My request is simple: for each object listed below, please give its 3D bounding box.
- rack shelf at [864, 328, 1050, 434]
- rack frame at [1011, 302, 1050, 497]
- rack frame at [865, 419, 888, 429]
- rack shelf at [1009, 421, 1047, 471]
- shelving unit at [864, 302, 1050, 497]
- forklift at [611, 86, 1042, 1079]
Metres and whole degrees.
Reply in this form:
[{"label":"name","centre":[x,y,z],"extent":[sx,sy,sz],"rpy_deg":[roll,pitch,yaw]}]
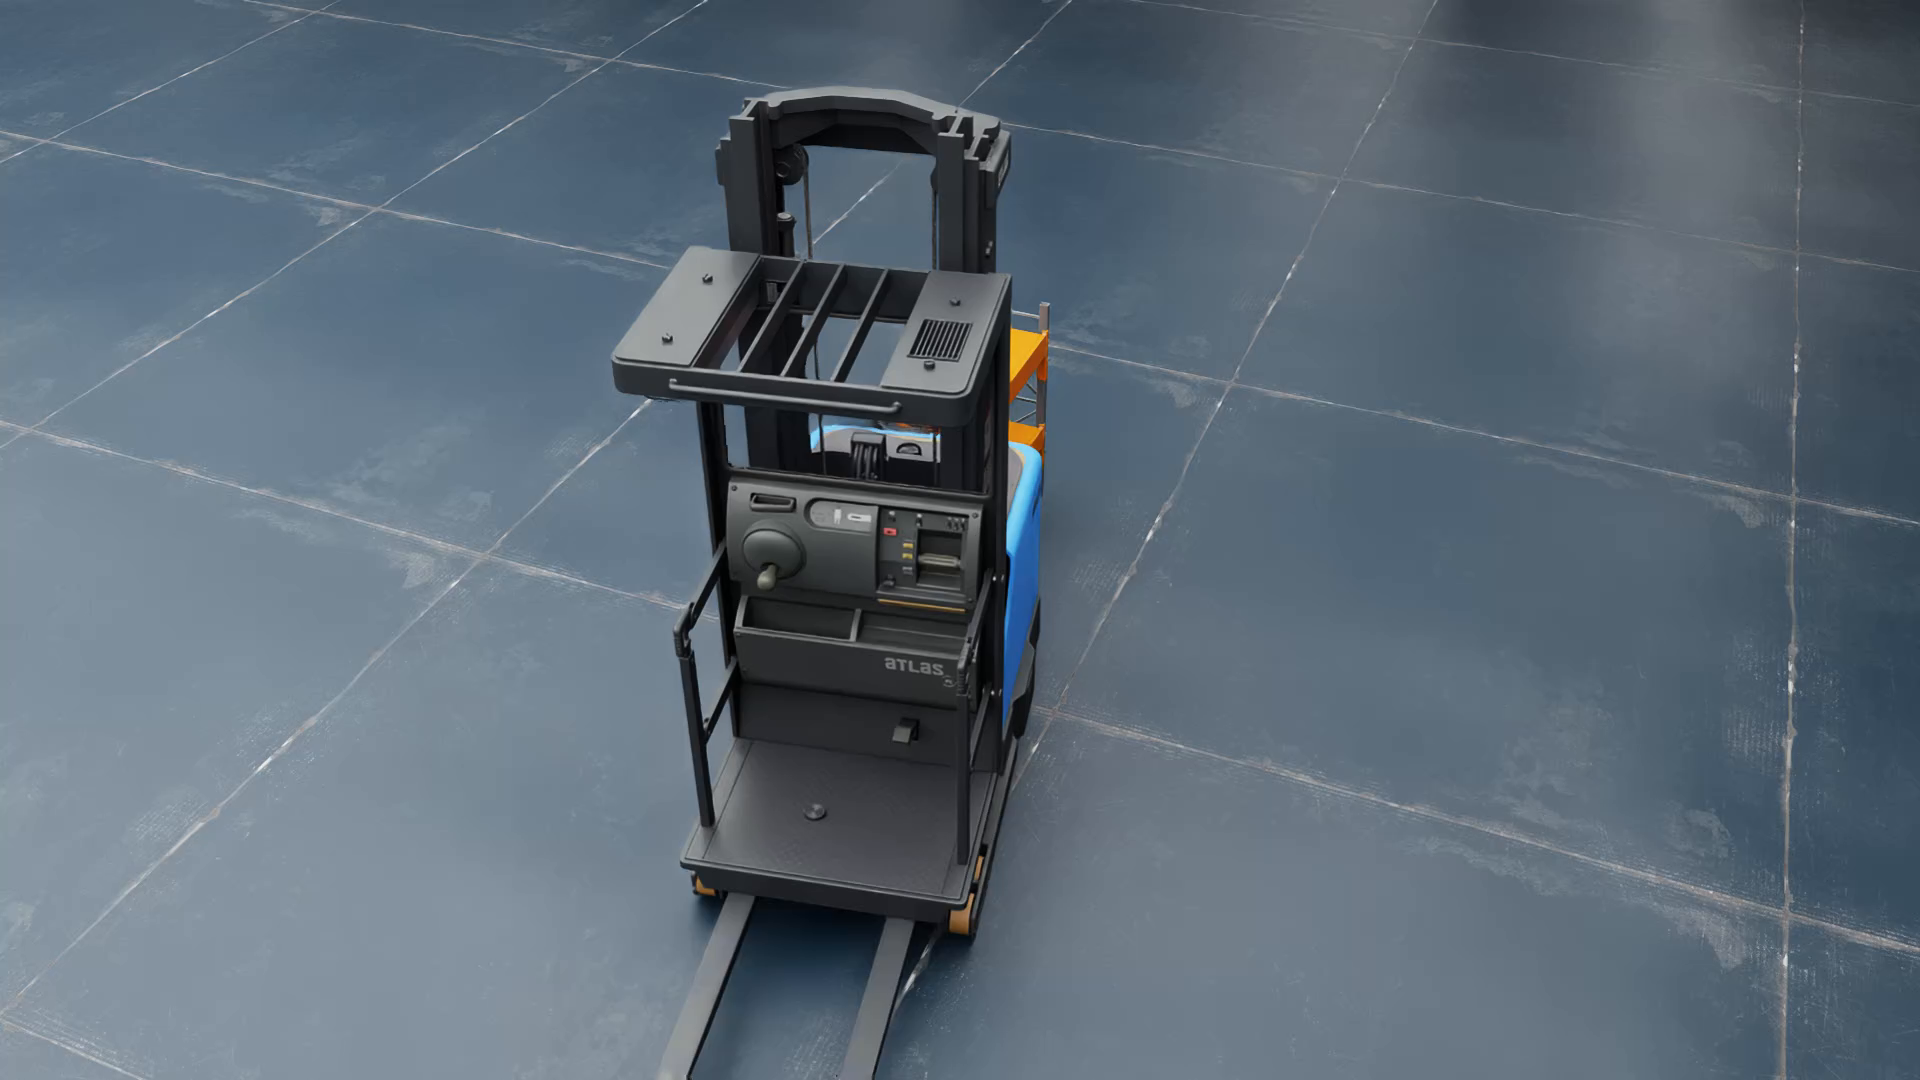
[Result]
[{"label":"rack shelf","centre":[0.003,-0.689,7.845],"extent":[0.538,0.278,1.000],"rpy_deg":[14,39,18]},{"label":"rack frame","centre":[0.196,-0.736,8.396],"extent":[0.500,1.125,0.032],"rpy_deg":[14,39,18]},{"label":"rack frame","centre":[-0.191,-0.173,7.643],"extent":[0.500,1.125,0.032],"rpy_deg":[14,39,18]},{"label":"rack shelf","centre":[0.003,-0.258,8.166],"extent":[0.538,0.278,1.000],"rpy_deg":[14,39,18]},{"label":"shelving unit","centre":[0.003,-0.454,8.020],"extent":[0.538,1.125,1.048],"rpy_deg":[14,39,18]},{"label":"forklift","centre":[-0.422,0.086,5.788],"extent":[1.130,2.935,3.031],"rpy_deg":[7,37,9]}]
